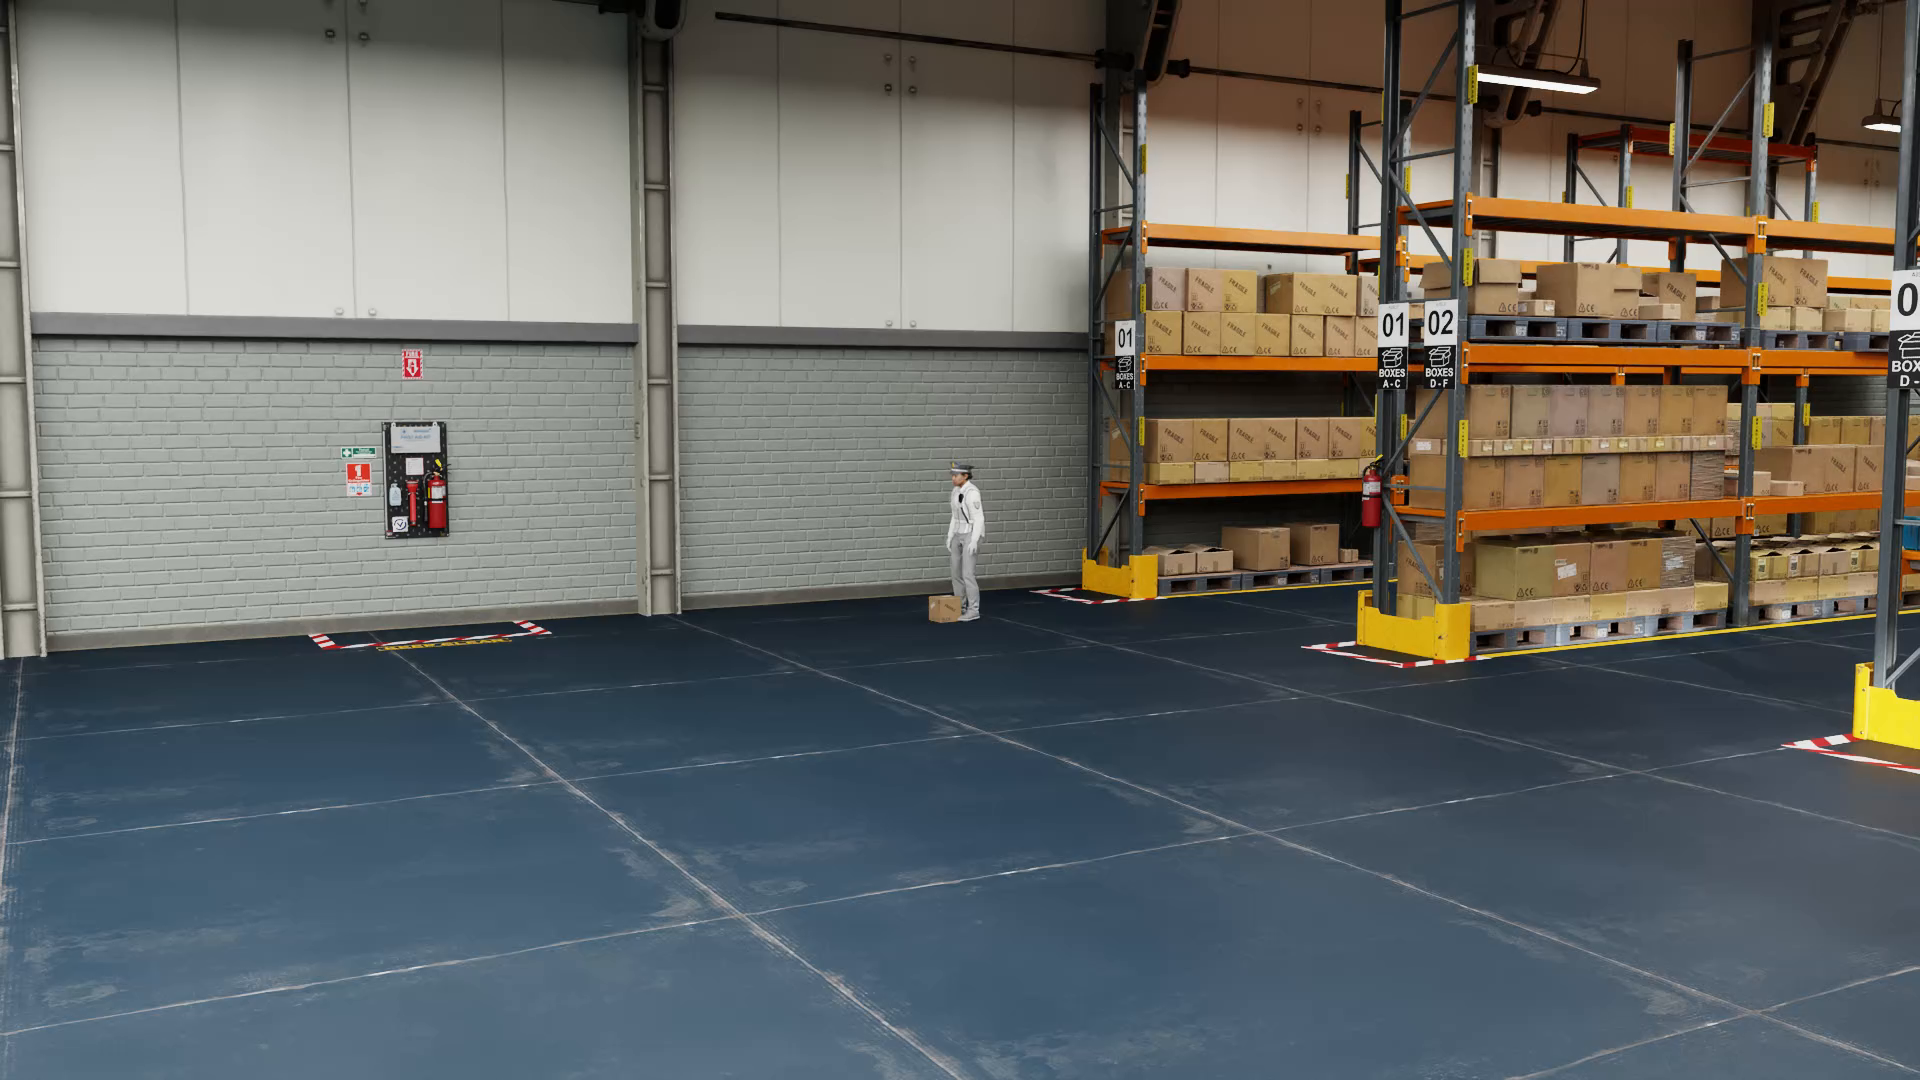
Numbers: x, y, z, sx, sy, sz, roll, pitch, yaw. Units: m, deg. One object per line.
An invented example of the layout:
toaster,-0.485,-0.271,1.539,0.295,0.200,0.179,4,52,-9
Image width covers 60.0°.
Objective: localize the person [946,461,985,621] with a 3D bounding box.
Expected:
person,0.052,0.005,17.418,0.373,1.665,0.541,-3,6,-31
